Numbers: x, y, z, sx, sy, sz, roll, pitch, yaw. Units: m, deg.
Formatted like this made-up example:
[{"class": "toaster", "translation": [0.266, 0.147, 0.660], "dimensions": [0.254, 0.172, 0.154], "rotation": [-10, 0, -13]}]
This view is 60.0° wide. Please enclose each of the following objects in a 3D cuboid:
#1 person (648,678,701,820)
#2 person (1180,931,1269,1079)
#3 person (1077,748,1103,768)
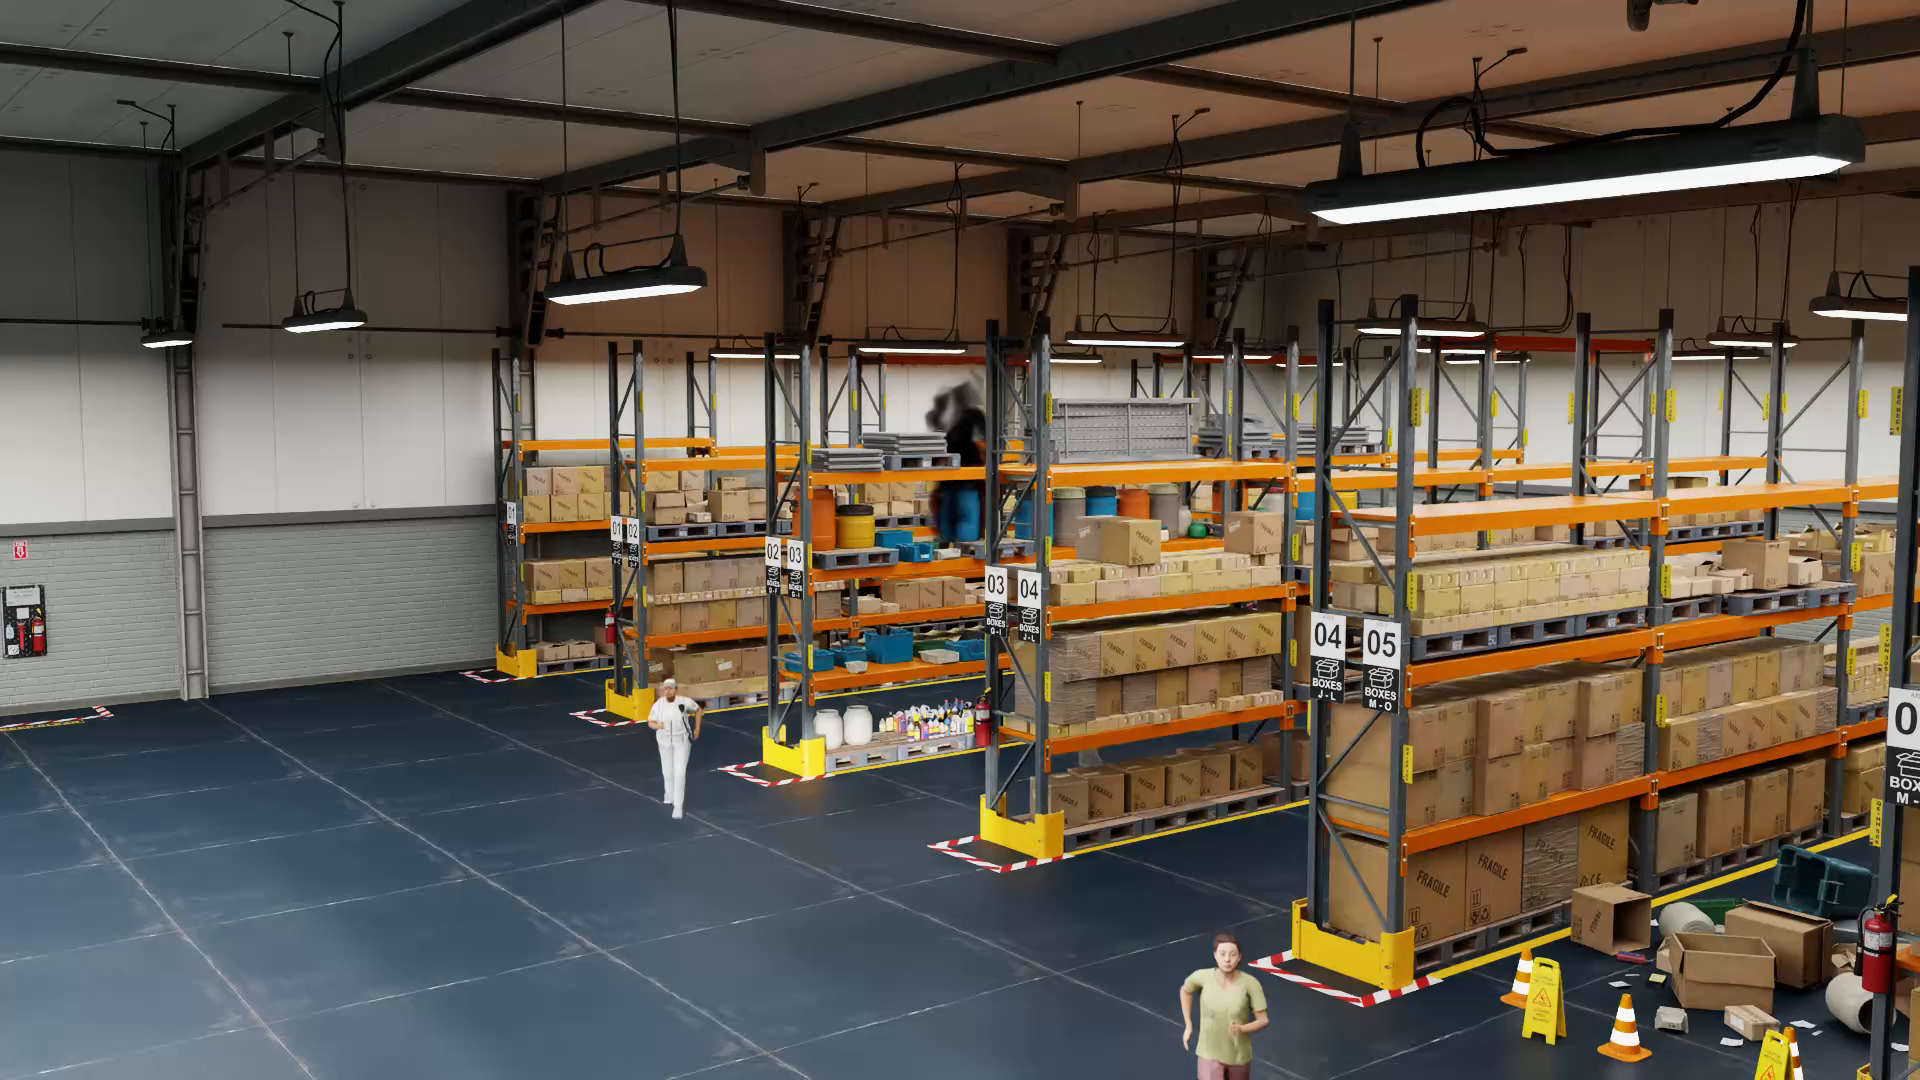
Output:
[{"class": "person", "translation": [-3.519, 2.541, 20.555], "dimensions": [0.611, 1.716, 0.882], "rotation": [0, 5, 2]}, {"class": "person", "translation": [1.713, 3.387, 10.787], "dimensions": [0.547, 1.726, 0.734], "rotation": [0, 5, 4]}, {"class": "person", "translation": [1.678, 2.371, 22.007], "dimensions": [0.783, 1.871, 0.683], "rotation": [-4, 7, -40]}]
